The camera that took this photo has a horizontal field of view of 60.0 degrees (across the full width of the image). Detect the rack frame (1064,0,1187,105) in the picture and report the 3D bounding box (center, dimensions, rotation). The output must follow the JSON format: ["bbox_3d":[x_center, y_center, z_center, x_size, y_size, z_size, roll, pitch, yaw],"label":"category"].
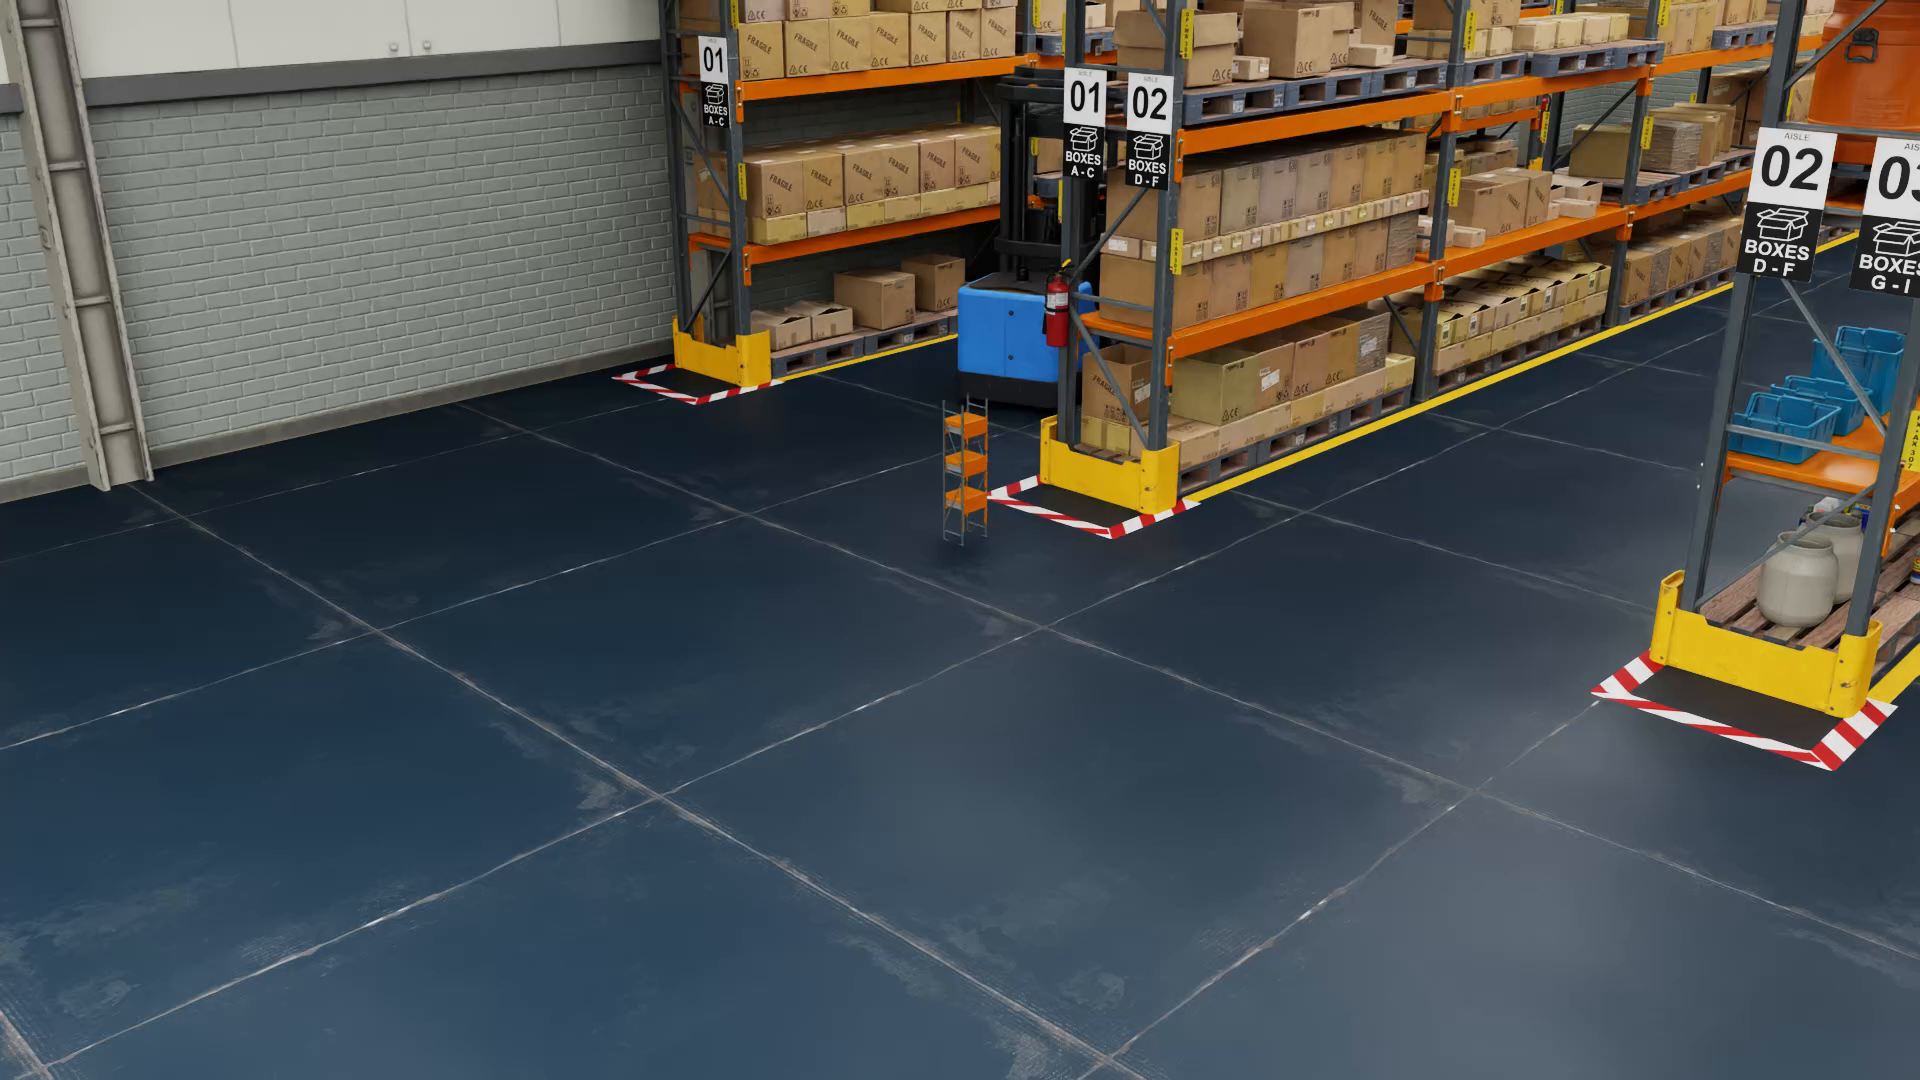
[{"bbox_3d":[1.167,-4.578,11.443,1.000,3.000,0.127,19,28,41],"label":"rack frame"}]

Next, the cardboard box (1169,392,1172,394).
[{"bbox_3d":[2.017,-1.163,14.166,0.500,0.250,0.500,19,28,41],"label":"cardboard box"}]

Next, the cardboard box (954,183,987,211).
[{"bbox_3d":[-0.061,-3.661,17.599,0.500,0.250,0.500,19,28,41],"label":"cardboard box"}]

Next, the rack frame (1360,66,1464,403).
[{"bbox_3d":[3.957,-2.806,15.195,1.000,3.000,0.127,19,28,41],"label":"rack frame"}]

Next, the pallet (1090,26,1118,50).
[{"bbox_3d":[1.634,-5.757,18.952,1.213,0.211,1.003,19,28,41],"label":"pallet"}]

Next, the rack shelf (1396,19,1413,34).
[{"bbox_3d":[4.591,-6.652,22.021,1.077,0.370,4.000,19,28,41],"label":"rack shelf"}]

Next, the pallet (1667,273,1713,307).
[{"bbox_3d":[8.147,-3.027,19.657,1.003,0.211,1.213,19,28,41],"label":"pallet"}]

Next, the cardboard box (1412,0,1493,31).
[{"bbox_3d":[4.416,-4.831,14.860,0.500,0.500,0.500,20,29,41],"label":"cardboard box"}]

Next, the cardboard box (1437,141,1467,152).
[{"bbox_3d":[7.599,-6.079,25.703,0.250,0.149,0.380,-20,28,-41],"label":"cardboard box"}]

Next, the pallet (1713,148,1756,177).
[{"bbox_3d":[8.902,-4.595,20.116,1.003,0.211,1.213,19,28,41],"label":"pallet"}]

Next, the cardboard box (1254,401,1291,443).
[{"bbox_3d":[2.396,-1.031,13.822,0.500,0.250,0.500,19,28,41],"label":"cardboard box"}]

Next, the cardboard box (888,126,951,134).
[{"bbox_3d":[-0.436,-4.134,17.785,0.500,0.500,0.500,19,28,40],"label":"cardboard box"}]

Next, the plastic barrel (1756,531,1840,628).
[{"bbox_3d":[5.118,0.240,10.152,0.421,0.512,0.421,0,21,0],"label":"plastic barrel"}]

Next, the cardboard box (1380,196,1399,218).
[{"bbox_3d":[3.566,-2.901,14.398,0.380,0.149,0.250,18,28,39],"label":"cardboard box"}]

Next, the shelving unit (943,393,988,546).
[{"bbox_3d":[0.037,-0.504,11.922,0.215,1.050,0.252,19,28,41],"label":"shelving unit"}]

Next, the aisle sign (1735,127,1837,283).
[{"bbox_3d":[4.450,-1.807,8.970,0.394,0.787,0.004,19,28,41],"label":"aisle sign"}]

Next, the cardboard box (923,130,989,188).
[{"bbox_3d":[-0.047,-4.006,17.451,0.500,0.500,0.500,19,28,40],"label":"cardboard box"}]

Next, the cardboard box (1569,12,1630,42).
[{"bbox_3d":[6.471,-5.230,16.943,0.500,0.250,0.500,17,27,37],"label":"cardboard box"}]

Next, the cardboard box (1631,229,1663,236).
[{"bbox_3d":[7.955,-3.442,19.719,0.500,0.500,0.500,18,27,39],"label":"cardboard box"}]

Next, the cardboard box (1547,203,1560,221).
[{"bbox_3d":[5.898,-3.375,17.025,0.250,0.149,0.380,-18,27,-38],"label":"cardboard box"}]

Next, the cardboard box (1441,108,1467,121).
[{"bbox_3d":[6.889,-6.563,24.551,0.980,0.700,0.700,18,28,39],"label":"cardboard box"}]

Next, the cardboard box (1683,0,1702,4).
[{"bbox_3d":[7.768,-6.121,18.104,0.500,0.500,0.500,19,28,41],"label":"cardboard box"}]

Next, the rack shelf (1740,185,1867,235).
[{"bbox_3d":[6.108,-2.116,10.220,1.077,0.370,4.000,19,28,41],"label":"rack shelf"}]

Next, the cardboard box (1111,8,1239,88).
[{"bbox_3d":[1.571,-3.634,12.244,0.637,0.503,0.797,-18,27,-38],"label":"cardboard box"}]

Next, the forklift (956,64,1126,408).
[{"bbox_3d":[1.048,-3.043,15.907,1.130,2.935,3.031,10,23,23],"label":"forklift"}]

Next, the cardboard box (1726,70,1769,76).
[{"bbox_3d":[10.061,-5.703,21.199,0.500,0.500,0.500,19,28,40],"label":"cardboard box"}]

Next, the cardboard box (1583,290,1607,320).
[{"bbox_3d":[6.555,-2.551,17.777,0.500,0.250,0.500,-19,28,-41],"label":"cardboard box"}]

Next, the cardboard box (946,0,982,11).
[{"bbox_3d":[-0.127,-5.627,16.792,0.500,0.500,0.500,-18,28,-39],"label":"cardboard box"}]

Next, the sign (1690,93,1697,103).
[{"bbox_3d":[9.144,-5.401,20.738,0.100,0.325,0.005,19,28,41],"label":"sign"}]

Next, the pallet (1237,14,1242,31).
[{"bbox_3d":[3.607,-6.564,21.054,1.003,0.211,1.213,-19,28,-40],"label":"pallet"}]

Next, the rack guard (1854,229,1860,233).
[{"bbox_3d":[12.275,-4.705,23.618,1.175,0.500,0.348,19,28,41],"label":"rack guard"}]

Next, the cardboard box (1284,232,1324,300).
[{"bbox_3d":[2.580,-2.340,13.843,0.500,0.500,0.700,-19,28,-40],"label":"cardboard box"}]

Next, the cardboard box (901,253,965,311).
[{"bbox_3d":[-0.290,-2.807,18.067,0.500,0.500,0.500,17,27,37],"label":"cardboard box"}]

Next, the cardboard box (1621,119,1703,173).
[{"bbox_3d":[7.881,-4.455,18.758,0.500,0.500,0.700,-14,25,-32],"label":"cardboard box"}]

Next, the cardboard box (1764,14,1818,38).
[{"bbox_3d":[10.055,-6.256,20.198,0.500,0.250,0.500,19,28,41],"label":"cardboard box"}]

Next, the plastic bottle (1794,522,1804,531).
[{"bbox_3d":[5.680,-0.018,11.228,0.097,0.201,0.097,0,21,0],"label":"plastic bottle"}]

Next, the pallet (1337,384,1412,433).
[{"bbox_3d":[3.372,-1.311,15.190,1.003,0.211,1.213,19,28,41],"label":"pallet"}]

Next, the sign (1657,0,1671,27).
[{"bbox_3d":[7.140,-5.372,16.858,0.100,0.325,0.005,19,28,41],"label":"sign"}]

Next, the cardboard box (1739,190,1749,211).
[{"bbox_3d":[10.845,-4.387,22.174,0.797,0.503,0.637,19,28,41],"label":"cardboard box"}]

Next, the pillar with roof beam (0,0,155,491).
[{"bbox_3d":[-3.618,-3.594,8.882,9.100,9.000,0.400,19,28,41],"label":"pillar with roof beam"}]

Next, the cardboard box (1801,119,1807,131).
[{"bbox_3d":[10.444,-5.105,21.035,0.500,0.500,0.500,-20,28,-41],"label":"cardboard box"}]

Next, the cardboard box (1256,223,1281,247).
[{"bbox_3d":[2.314,-2.440,13.199,0.380,0.149,0.250,18,27,39],"label":"cardboard box"}]

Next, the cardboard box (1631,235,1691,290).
[{"bbox_3d":[7.985,-3.182,19.044,0.500,0.500,0.500,19,28,40],"label":"cardboard box"}]

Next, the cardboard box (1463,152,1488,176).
[{"bbox_3d":[7.661,-5.696,25.612,0.700,0.500,0.500,18,27,39],"label":"cardboard box"}]

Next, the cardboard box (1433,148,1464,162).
[{"bbox_3d":[7.315,-5.777,24.918,0.380,0.149,0.250,18,28,39],"label":"cardboard box"}]

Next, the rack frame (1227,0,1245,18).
[{"bbox_3d":[3.196,-7.874,20.017,1.000,3.000,0.127,19,28,41],"label":"rack frame"}]

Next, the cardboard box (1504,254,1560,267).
[{"bbox_3d":[6.172,-2.948,18.028,0.500,0.311,0.500,-19,28,-40],"label":"cardboard box"}]

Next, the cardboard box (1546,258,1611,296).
[{"bbox_3d":[6.559,-2.812,17.676,0.500,0.311,0.500,-19,28,-41],"label":"cardboard box"}]

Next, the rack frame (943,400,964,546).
[{"bbox_3d":[-0.048,-0.472,11.840,0.200,1.050,0.008,19,28,41],"label":"rack frame"}]

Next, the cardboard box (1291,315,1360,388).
[{"bbox_3d":[3.087,-1.640,14.362,0.500,0.500,0.500,19,28,41],"label":"cardboard box"}]

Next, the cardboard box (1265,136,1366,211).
[{"bbox_3d":[2.951,-3.084,13.970,0.700,0.500,0.500,19,28,41],"label":"cardboard box"}]

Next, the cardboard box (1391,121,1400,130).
[{"bbox_3d":[5.953,-5.836,23.399,0.380,0.149,0.250,20,28,41],"label":"cardboard box"}]

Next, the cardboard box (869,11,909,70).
[{"bbox_3d":[-0.855,-4.903,16.302,0.500,0.500,0.500,-18,27,-39],"label":"cardboard box"}]
